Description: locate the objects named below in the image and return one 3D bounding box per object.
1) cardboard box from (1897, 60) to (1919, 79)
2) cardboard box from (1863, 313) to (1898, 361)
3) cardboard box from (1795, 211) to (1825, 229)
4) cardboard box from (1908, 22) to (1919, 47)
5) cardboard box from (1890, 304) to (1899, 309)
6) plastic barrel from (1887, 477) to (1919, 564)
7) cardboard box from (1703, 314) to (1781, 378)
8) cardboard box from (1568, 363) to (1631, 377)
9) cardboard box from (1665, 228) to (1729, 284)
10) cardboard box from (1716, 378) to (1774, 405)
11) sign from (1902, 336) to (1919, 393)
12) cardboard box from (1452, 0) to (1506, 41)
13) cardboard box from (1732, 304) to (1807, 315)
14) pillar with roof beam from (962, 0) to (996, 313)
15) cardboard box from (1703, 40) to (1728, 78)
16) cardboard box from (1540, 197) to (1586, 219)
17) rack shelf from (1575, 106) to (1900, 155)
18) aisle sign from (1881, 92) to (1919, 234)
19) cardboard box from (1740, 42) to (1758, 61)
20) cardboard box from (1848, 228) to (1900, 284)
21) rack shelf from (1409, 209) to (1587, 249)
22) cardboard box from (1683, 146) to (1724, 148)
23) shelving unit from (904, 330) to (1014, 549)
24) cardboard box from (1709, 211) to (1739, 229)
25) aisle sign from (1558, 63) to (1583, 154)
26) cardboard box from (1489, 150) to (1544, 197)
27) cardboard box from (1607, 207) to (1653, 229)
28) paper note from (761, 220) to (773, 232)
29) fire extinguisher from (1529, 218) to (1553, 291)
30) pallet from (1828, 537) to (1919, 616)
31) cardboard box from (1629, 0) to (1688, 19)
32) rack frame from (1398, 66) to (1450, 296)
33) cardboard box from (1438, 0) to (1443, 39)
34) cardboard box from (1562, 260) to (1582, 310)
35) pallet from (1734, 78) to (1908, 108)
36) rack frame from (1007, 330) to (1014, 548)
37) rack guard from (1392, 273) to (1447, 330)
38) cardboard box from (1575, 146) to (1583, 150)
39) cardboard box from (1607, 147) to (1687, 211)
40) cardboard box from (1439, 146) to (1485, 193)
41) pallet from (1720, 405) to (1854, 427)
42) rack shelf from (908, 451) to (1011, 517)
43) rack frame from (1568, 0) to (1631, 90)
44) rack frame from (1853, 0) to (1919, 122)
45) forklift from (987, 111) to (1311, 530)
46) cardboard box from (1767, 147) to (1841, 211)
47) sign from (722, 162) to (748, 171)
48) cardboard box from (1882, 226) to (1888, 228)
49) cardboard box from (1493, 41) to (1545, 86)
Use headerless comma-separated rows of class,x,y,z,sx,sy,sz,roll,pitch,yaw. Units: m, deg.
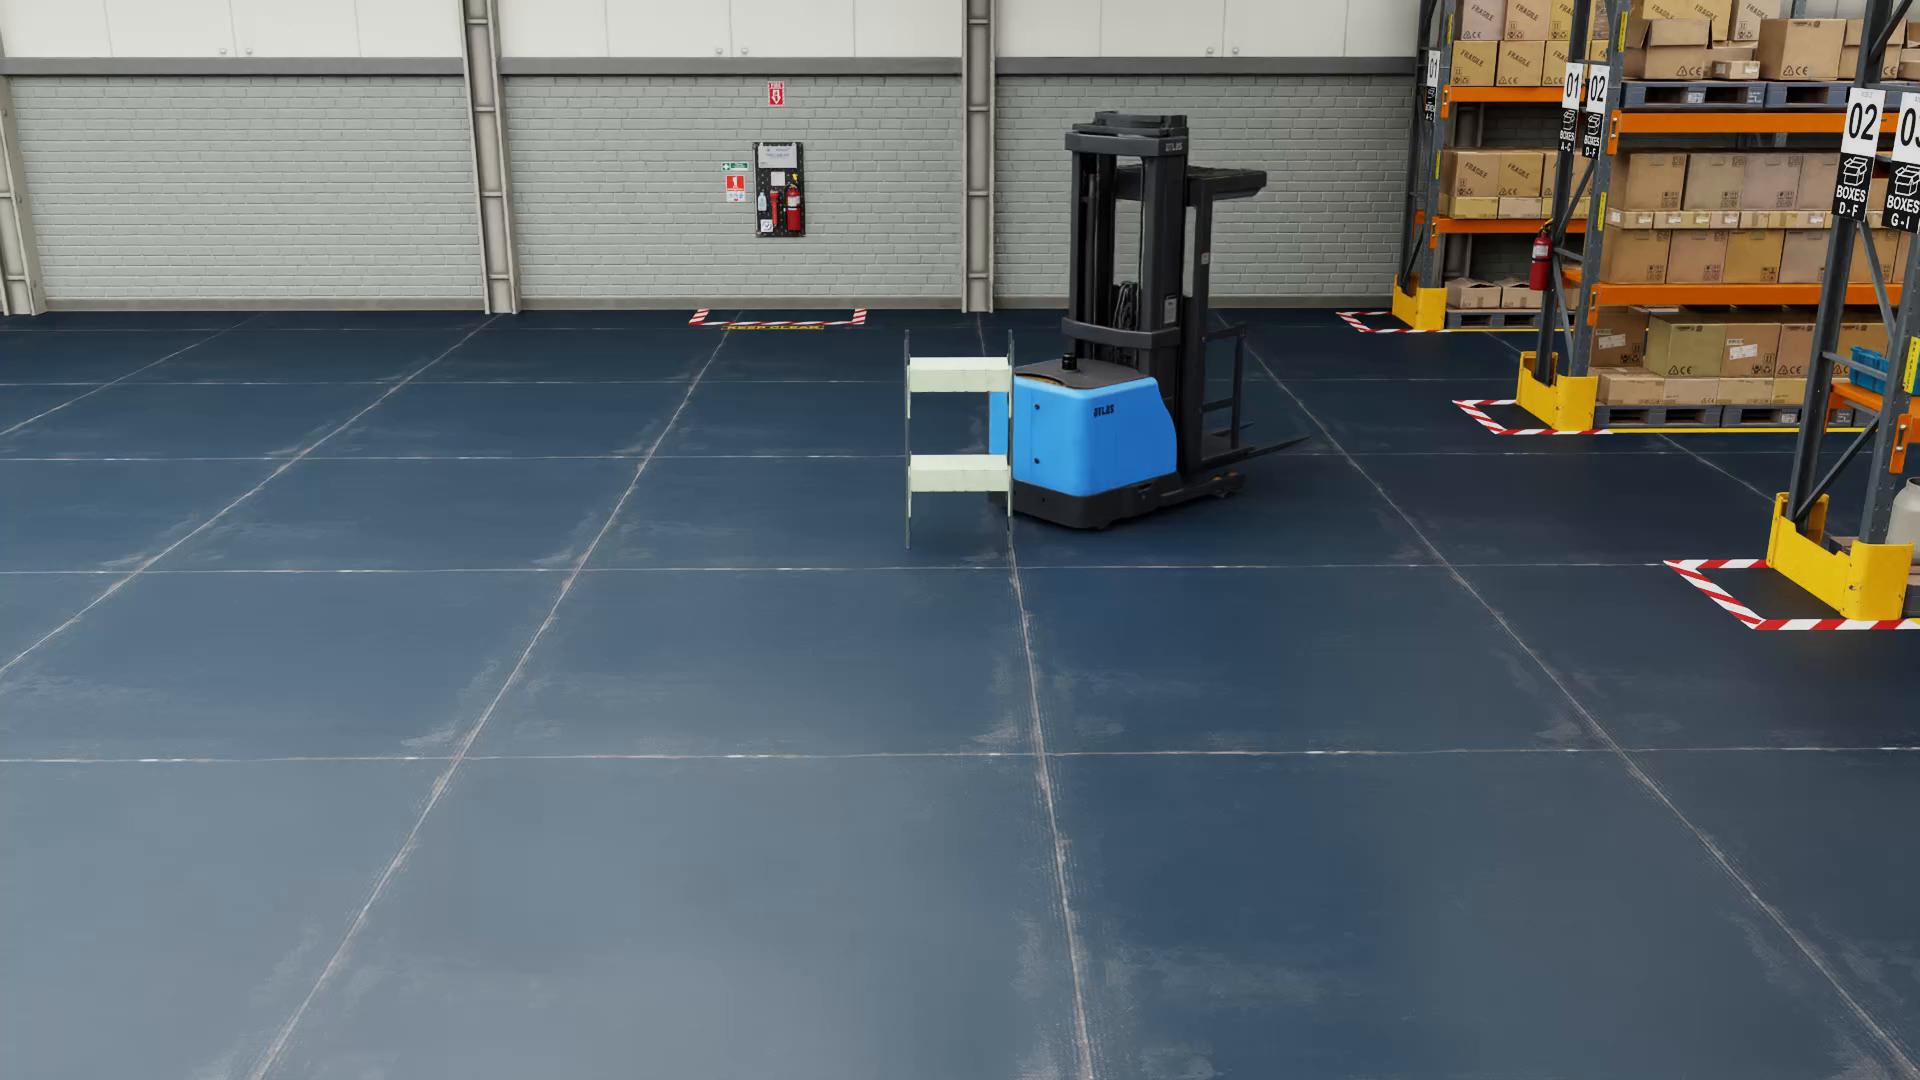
cardboard box,8.415,-4.102,14.509,0.250,0.149,0.380,0,18,-1
cardboard box,8.656,-1.796,15.323,0.500,0.500,0.500,0,18,-1
cardboard box,7.550,-2.897,14.942,0.250,0.149,0.380,0,18,0
cardboard box,11.316,-5.789,19.422,0.500,0.500,0.500,-1,18,-3
cardboard box,9.148,-1.958,15.825,0.500,0.500,0.500,0,18,-1
plastic barrel,6.348,-0.126,10.915,0.421,0.512,0.421,0,18,0
cardboard box,7.156,-1.789,15.300,0.500,0.500,0.500,0,18,-1
cardboard box,6.148,-1.581,15.878,0.500,0.250,0.500,0,18,-1
cardboard box,6.609,-2.647,15.225,0.500,0.500,0.700,0,18,1
cardboard box,7.156,-1.428,15.403,0.500,0.250,0.500,0,18,-1
sign,5.696,-1.048,9.951,0.005,0.325,0.100,0,18,-1
cardboard box,5.924,-5.999,19.095,0.500,0.500,0.500,-2,18,-5
cardboard box,7.648,-1.950,15.801,0.500,0.500,0.500,0,18,-1
pillar with roof beam,0.290,-5.890,15.678,0.400,9.000,9.100,0,18,-1
cardboard box,8.528,-5.538,19.294,0.500,0.500,0.500,-2,18,-6
cardboard box,7.056,-3.961,19.697,0.500,0.250,0.500,-1,18,-2
rack shelf,7.617,-3.693,14.915,4.000,0.370,1.077,0,18,-1
aisle sign,5.624,-2.232,9.840,0.004,0.787,0.394,0,18,-1
cardboard box,7.320,-4.338,14.980,0.500,0.311,0.500,2,18,6
cardboard box,8.144,-2.654,15.247,0.500,0.500,0.700,0,18,0
rack shelf,7.535,-3.777,20.089,4.000,0.370,1.077,0,18,-1
cardboard box,9.061,-4.486,20.106,0.500,0.500,0.500,-1,18,-2
shelving unit,-0.007,-0.714,11.818,0.755,1.500,0.431,0,18,-1
cardboard box,6.778,-2.893,14.930,0.250,0.149,0.380,-1,18,-2
aisle sign,5.547,-3.924,15.114,0.004,0.787,0.394,0,18,-1
cardboard box,6.511,-4.315,19.573,0.500,0.500,0.500,0,18,-1
cardboard box,6.013,-2.890,14.919,0.250,0.149,0.380,0,18,-1
paper note,-2.428,-3.949,20.890,0.142,0.148,0.016,0,18,-1
fire extinguisher,5.491,-2.702,15.685,0.183,0.674,0.296,0,18,-1
pallet,6.579,0.227,10.996,1.213,0.211,1.003,0,18,-1
cardboard box,7.968,-5.994,19.078,0.500,0.500,0.500,-1,18,-3
rack frame,5.535,-4.110,19.949,0.127,3.000,1.000,0,18,-1
cardboard box,5.962,-6.154,19.575,0.500,0.500,0.500,1,18,2
cardboard box,7.533,-3.096,20.161,0.500,0.500,0.700,-1,18,-4
pallet,7.547,-3.986,14.795,1.213,0.211,1.003,0,18,-1
rack frame,0.359,-0.716,11.824,0.023,1.500,0.400,0,18,-1
rack guard,5.611,-2.920,20.332,0.348,0.500,1.175,0,18,-1
cardboard box,7.527,-4.478,20.082,0.500,0.500,0.500,0,18,0
cardboard box,6.137,-3.261,15.015,0.500,0.500,0.700,0,18,-1
cardboard box,6.003,-4.472,20.064,0.500,0.500,0.500,0,18,-1
pallet,7.598,-1.291,15.726,1.213,0.211,1.003,0,18,-1
rack shelf,-0.007,-0.404,11.918,0.720,0.370,0.431,0,18,-1
rack frame,5.617,-5.454,14.317,0.127,3.000,1.000,0,18,-1
rack frame,5.691,-3.941,9.600,0.127,3.000,1.000,0,18,-1
forklift,1.634,-1.829,12.951,3.031,2.935,1.130,-16,24,-40
cardboard box,7.667,-3.270,15.044,0.500,0.500,0.700,0,18,-1
sign,-2.799,-4.644,20.687,0.331,0.109,0.001,0,18,-1
cardboard box,8.330,-2.902,14.957,0.250,0.149,0.380,0,18,-1
cardboard box,6.411,-5.512,19.214,0.500,0.500,0.500,1,18,3
